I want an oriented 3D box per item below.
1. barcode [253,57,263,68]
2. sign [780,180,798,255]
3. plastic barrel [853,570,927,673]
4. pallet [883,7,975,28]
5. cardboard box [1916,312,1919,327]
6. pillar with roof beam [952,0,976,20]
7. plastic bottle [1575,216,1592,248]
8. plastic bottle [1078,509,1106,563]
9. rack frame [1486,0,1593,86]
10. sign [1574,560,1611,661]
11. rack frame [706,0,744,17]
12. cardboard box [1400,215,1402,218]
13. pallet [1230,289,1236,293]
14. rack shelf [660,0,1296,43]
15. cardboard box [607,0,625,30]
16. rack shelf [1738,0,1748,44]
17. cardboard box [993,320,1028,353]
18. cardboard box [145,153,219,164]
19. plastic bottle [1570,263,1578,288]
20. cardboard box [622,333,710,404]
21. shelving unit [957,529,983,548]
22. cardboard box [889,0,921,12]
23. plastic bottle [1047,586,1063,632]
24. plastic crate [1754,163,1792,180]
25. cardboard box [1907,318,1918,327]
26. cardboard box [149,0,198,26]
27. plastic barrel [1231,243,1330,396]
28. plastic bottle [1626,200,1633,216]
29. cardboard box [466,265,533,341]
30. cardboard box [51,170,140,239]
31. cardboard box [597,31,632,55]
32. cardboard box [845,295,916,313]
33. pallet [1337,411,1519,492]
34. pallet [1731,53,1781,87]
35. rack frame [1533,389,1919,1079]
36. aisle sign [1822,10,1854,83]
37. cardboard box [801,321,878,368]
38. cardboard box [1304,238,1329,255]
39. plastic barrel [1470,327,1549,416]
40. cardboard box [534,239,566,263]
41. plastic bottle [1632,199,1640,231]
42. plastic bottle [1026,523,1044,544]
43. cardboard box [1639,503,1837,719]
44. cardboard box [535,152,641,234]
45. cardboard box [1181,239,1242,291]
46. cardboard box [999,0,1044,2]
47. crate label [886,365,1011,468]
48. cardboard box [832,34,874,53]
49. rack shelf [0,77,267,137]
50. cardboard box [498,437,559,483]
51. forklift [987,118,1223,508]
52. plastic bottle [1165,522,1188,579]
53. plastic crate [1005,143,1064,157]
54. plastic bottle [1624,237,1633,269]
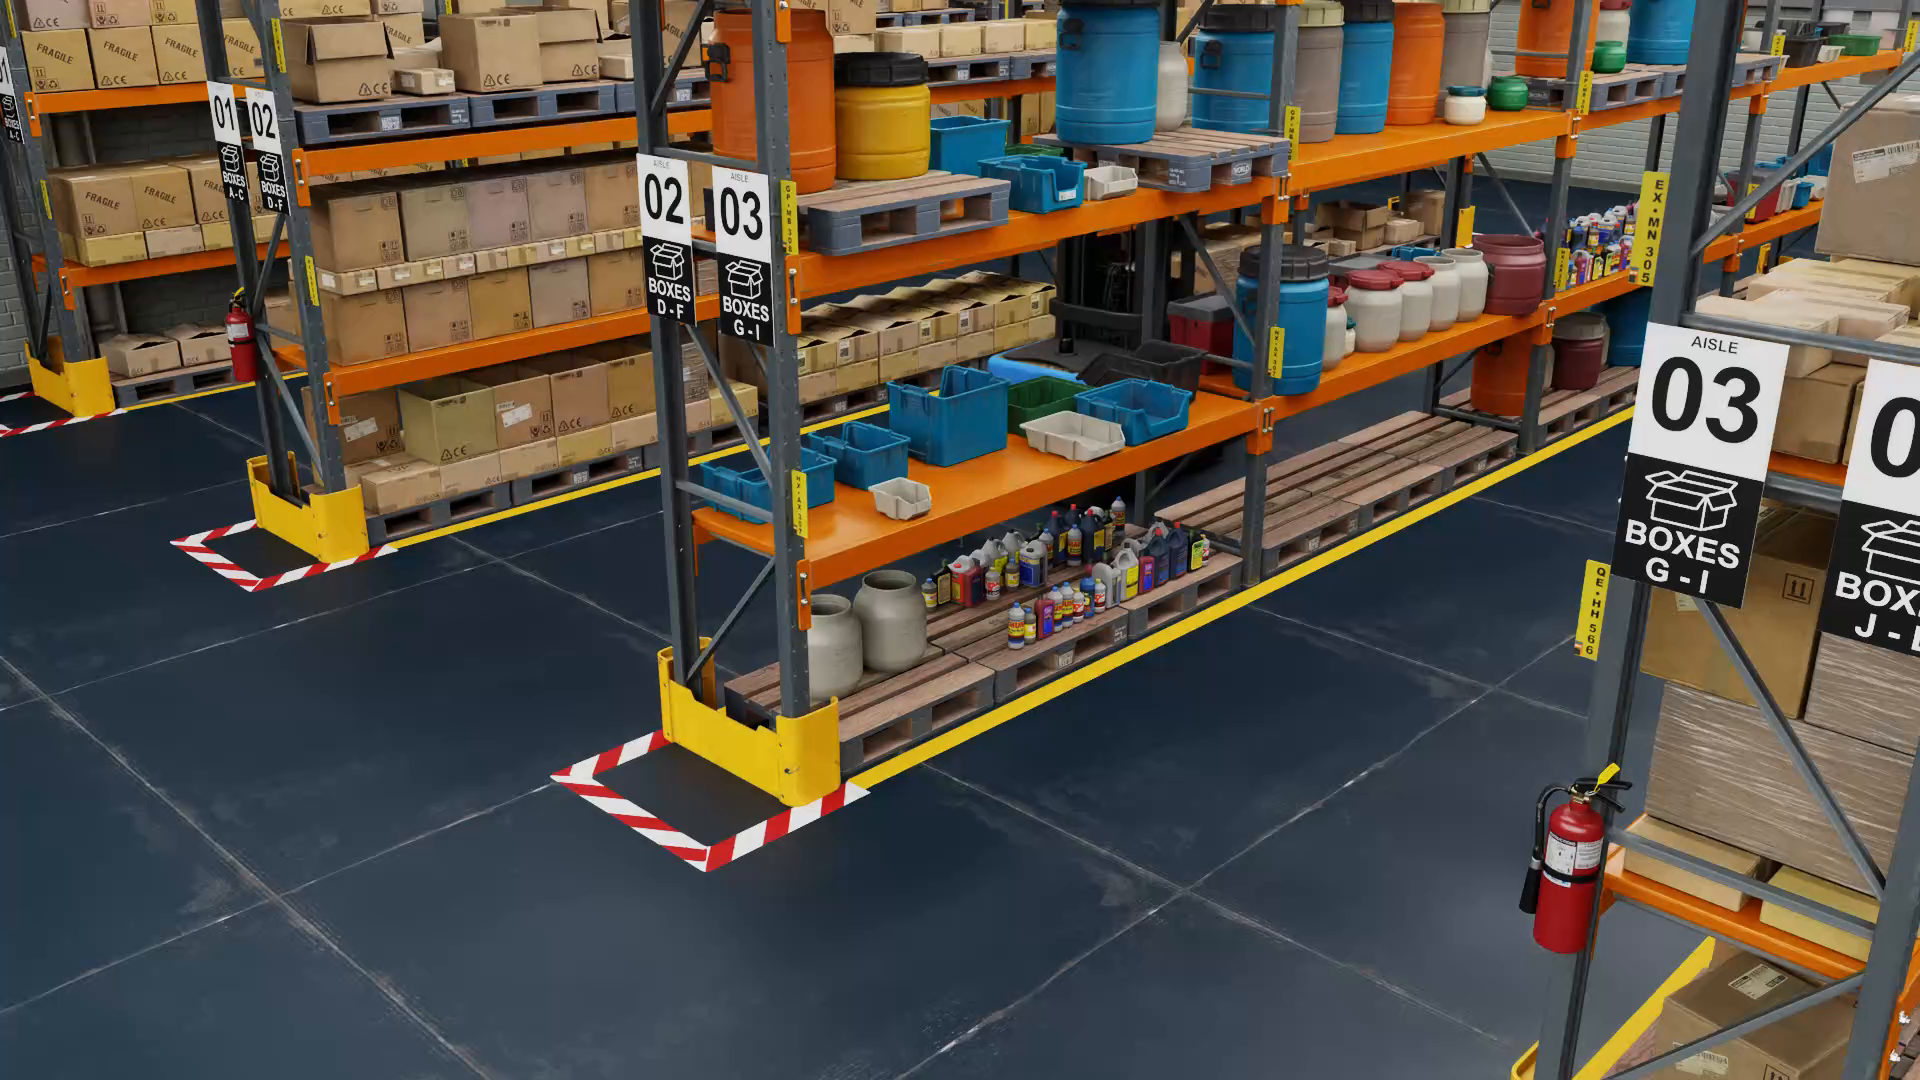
[{"bbox_3d":[-4.838,-3.292,11.468,0.001,0.075,0.075,19,28,41],"label":"barcode"},{"bbox_3d":[-0.766,-1.447,7.465,0.100,0.325,0.005,19,28,41],"label":"sign"},{"bbox_3d":[-0.403,0.466,9.562,0.421,0.512,0.421,0,21,0],"label":"plastic barrel"},{"bbox_3d":[-0.488,-6.809,21.694,0.805,0.209,1.217,18,27,39],"label":"pallet"},{"bbox_3d":[3.088,-0.609,4.951,0.380,0.149,0.250,19,28,40],"label":"cardboard box"},{"bbox_3d":[3.069,-7.865,19.995,9.100,9.000,0.400,19,28,41],"label":"pillar with roof beam"},{"bbox_3d":[5.811,-2.887,15.578,0.152,0.276,0.135,19,28,41],"label":"plastic bottle"},{"bbox_3d":[0.876,-0.039,11.074,0.144,0.351,0.185,19,28,41],"label":"plastic bottle"},{"bbox_3d":[4.424,-5.038,12.640,1.000,3.000,0.127,19,28,41],"label":"rack frame"},{"bbox_3d":[2.008,0.226,5.252,0.100,0.325,0.005,19,28,41],"label":"sign"},{"bbox_3d":[-2.674,-7.518,19.091,1.000,3.000,0.127,19,28,41],"label":"rack frame"},{"bbox_3d":[5.746,-4.332,22.501,0.380,0.166,0.250,19,28,41],"label":"cardboard box"},{"bbox_3d":[3.128,-2.987,19.551,1.003,0.211,1.213,19,28,41],"label":"pallet"},{"bbox_3d":[0.238,-2.974,8.828,1.077,0.370,4.000,19,28,41],"label":"rack shelf"},{"bbox_3d":[-3.645,-5.865,18.801,0.637,0.503,0.797,-15,26,-35],"label":"cardboard box"},{"bbox_3d":[3.787,-1.919,5.532,1.077,0.370,4.000,19,28,41],"label":"rack shelf"},{"bbox_3d":[0.328,-2.062,16.505,0.500,0.250,0.500,19,28,40],"label":"cardboard box"},{"bbox_3d":[-7.363,-3.386,15.839,0.500,0.500,0.500,18,28,39],"label":"cardboard box"},{"bbox_3d":[5.126,-2.224,13.956,0.097,0.201,0.097,0,21,0],"label":"plastic bottle"},{"bbox_3d":[-2.437,-1.414,13.774,0.500,0.500,0.500,19,28,41],"label":"cardboard box"},{"bbox_3d":[0.006,-0.422,11.919,0.258,0.900,0.210,19,28,41],"label":"shelving unit"},{"bbox_3d":[-0.918,-7.040,21.276,0.700,0.500,0.500,19,28,40],"label":"cardboard box"},{"bbox_3d":[0.570,0.410,10.016,0.097,0.271,0.097,0,21,0],"label":"plastic bottle"},{"bbox_3d":[9.137,-4.094,18.695,0.416,0.233,0.300,19,28,41],"label":"plastic crate"},{"bbox_3d":[2.892,-0.589,5.454,0.500,0.250,0.500,19,28,41],"label":"cardboard box"},{"bbox_3d":[-7.077,-4.873,14.830,0.500,0.500,0.500,-19,28,-41],"label":"cardboard box"},{"bbox_3d":[2.120,-1.467,11.013,0.600,0.901,0.708,19,28,41],"label":"plastic barrel"},{"bbox_3d":[6.560,-3.190,16.356,0.061,0.283,0.133,19,28,41],"label":"plastic bottle"},{"bbox_3d":[-3.655,-1.848,12.563,0.700,0.500,0.500,19,28,41],"label":"cardboard box"},{"bbox_3d":[-7.707,-2.998,14.830,0.500,0.500,0.500,19,28,41],"label":"cardboard box"},{"bbox_3d":[-2.830,-3.868,13.121,0.500,0.311,0.500,17,27,38],"label":"cardboard box"},{"bbox_3d":[-0.774,-2.192,16.062,0.500,0.311,0.500,19,28,40],"label":"cardboard box"},{"bbox_3d":[3.856,-0.747,13.724,1.003,0.211,1.213,19,28,41],"label":"pallet"},{"bbox_3d":[6.737,-4.352,15.300,1.213,0.211,1.003,19,28,41],"label":"pallet"},{"bbox_3d":[2.392,1.058,5.141,1.000,3.000,0.127,19,28,41],"label":"rack frame"},{"bbox_3d":[9.842,-5.601,18.842,0.394,0.787,0.004,19,28,41],"label":"aisle sign"},{"bbox_3d":[-1.093,-1.796,15.032,0.500,0.311,0.500,19,28,40],"label":"cardboard box"},{"bbox_3d":[4.116,-3.511,20.163,0.500,0.311,0.500,19,28,41],"label":"cardboard box"},{"bbox_3d":[4.753,-1.551,14.369,0.600,0.830,0.708,19,28,41],"label":"plastic barrel"},{"bbox_3d":[-3.202,-2.214,12.610,0.380,0.149,0.250,20,28,41],"label":"cardboard box"},{"bbox_3d":[6.708,-3.224,16.349,0.144,0.351,0.185,19,28,41],"label":"plastic bottle"},{"bbox_3d":[0.496,0.037,10.971,0.133,0.283,0.061,-19,28,-40],"label":"plastic bottle"},{"bbox_3d":[2.598,0.202,5.419,0.500,0.500,0.500,19,28,41],"label":"cardboard box"},{"bbox_3d":[-2.919,-2.728,13.045,0.700,0.500,0.500,19,28,41],"label":"cardboard box"},{"bbox_3d":[2.828,-3.093,18.812,0.500,0.500,0.500,20,29,41],"label":"cardboard box"},{"bbox_3d":[0.787,-7.430,22.529,0.500,0.250,0.500,19,28,40],"label":"cardboard box"},{"bbox_3d":[-0.067,-0.739,9.767,0.502,0.435,0.616,19,28,41],"label":"crate label"},{"bbox_3d":[-1.095,-4.275,14.458,0.500,0.250,0.500,16,26,36],"label":"cardboard box"},{"bbox_3d":[-6.860,-4.240,15.746,1.077,0.370,4.000,19,28,41],"label":"rack shelf"},{"bbox_3d":[-3.475,-0.675,12.897,0.500,0.250,0.500,19,28,41],"label":"cardboard box"},{"bbox_3d":[1.527,-2.063,13.356,1.130,2.935,3.031,17,27,37],"label":"forklift"},{"bbox_3d":[1.391,0.059,10.819,0.144,0.351,0.185,18,28,39],"label":"plastic bottle"},{"bbox_3d":[0.338,-2.174,9.663,0.336,0.188,0.450,19,28,41],"label":"plastic crate"},{"bbox_3d":[5.864,-2.528,14.651,0.097,0.271,0.097,0,21,0],"label":"plastic bottle"}]
